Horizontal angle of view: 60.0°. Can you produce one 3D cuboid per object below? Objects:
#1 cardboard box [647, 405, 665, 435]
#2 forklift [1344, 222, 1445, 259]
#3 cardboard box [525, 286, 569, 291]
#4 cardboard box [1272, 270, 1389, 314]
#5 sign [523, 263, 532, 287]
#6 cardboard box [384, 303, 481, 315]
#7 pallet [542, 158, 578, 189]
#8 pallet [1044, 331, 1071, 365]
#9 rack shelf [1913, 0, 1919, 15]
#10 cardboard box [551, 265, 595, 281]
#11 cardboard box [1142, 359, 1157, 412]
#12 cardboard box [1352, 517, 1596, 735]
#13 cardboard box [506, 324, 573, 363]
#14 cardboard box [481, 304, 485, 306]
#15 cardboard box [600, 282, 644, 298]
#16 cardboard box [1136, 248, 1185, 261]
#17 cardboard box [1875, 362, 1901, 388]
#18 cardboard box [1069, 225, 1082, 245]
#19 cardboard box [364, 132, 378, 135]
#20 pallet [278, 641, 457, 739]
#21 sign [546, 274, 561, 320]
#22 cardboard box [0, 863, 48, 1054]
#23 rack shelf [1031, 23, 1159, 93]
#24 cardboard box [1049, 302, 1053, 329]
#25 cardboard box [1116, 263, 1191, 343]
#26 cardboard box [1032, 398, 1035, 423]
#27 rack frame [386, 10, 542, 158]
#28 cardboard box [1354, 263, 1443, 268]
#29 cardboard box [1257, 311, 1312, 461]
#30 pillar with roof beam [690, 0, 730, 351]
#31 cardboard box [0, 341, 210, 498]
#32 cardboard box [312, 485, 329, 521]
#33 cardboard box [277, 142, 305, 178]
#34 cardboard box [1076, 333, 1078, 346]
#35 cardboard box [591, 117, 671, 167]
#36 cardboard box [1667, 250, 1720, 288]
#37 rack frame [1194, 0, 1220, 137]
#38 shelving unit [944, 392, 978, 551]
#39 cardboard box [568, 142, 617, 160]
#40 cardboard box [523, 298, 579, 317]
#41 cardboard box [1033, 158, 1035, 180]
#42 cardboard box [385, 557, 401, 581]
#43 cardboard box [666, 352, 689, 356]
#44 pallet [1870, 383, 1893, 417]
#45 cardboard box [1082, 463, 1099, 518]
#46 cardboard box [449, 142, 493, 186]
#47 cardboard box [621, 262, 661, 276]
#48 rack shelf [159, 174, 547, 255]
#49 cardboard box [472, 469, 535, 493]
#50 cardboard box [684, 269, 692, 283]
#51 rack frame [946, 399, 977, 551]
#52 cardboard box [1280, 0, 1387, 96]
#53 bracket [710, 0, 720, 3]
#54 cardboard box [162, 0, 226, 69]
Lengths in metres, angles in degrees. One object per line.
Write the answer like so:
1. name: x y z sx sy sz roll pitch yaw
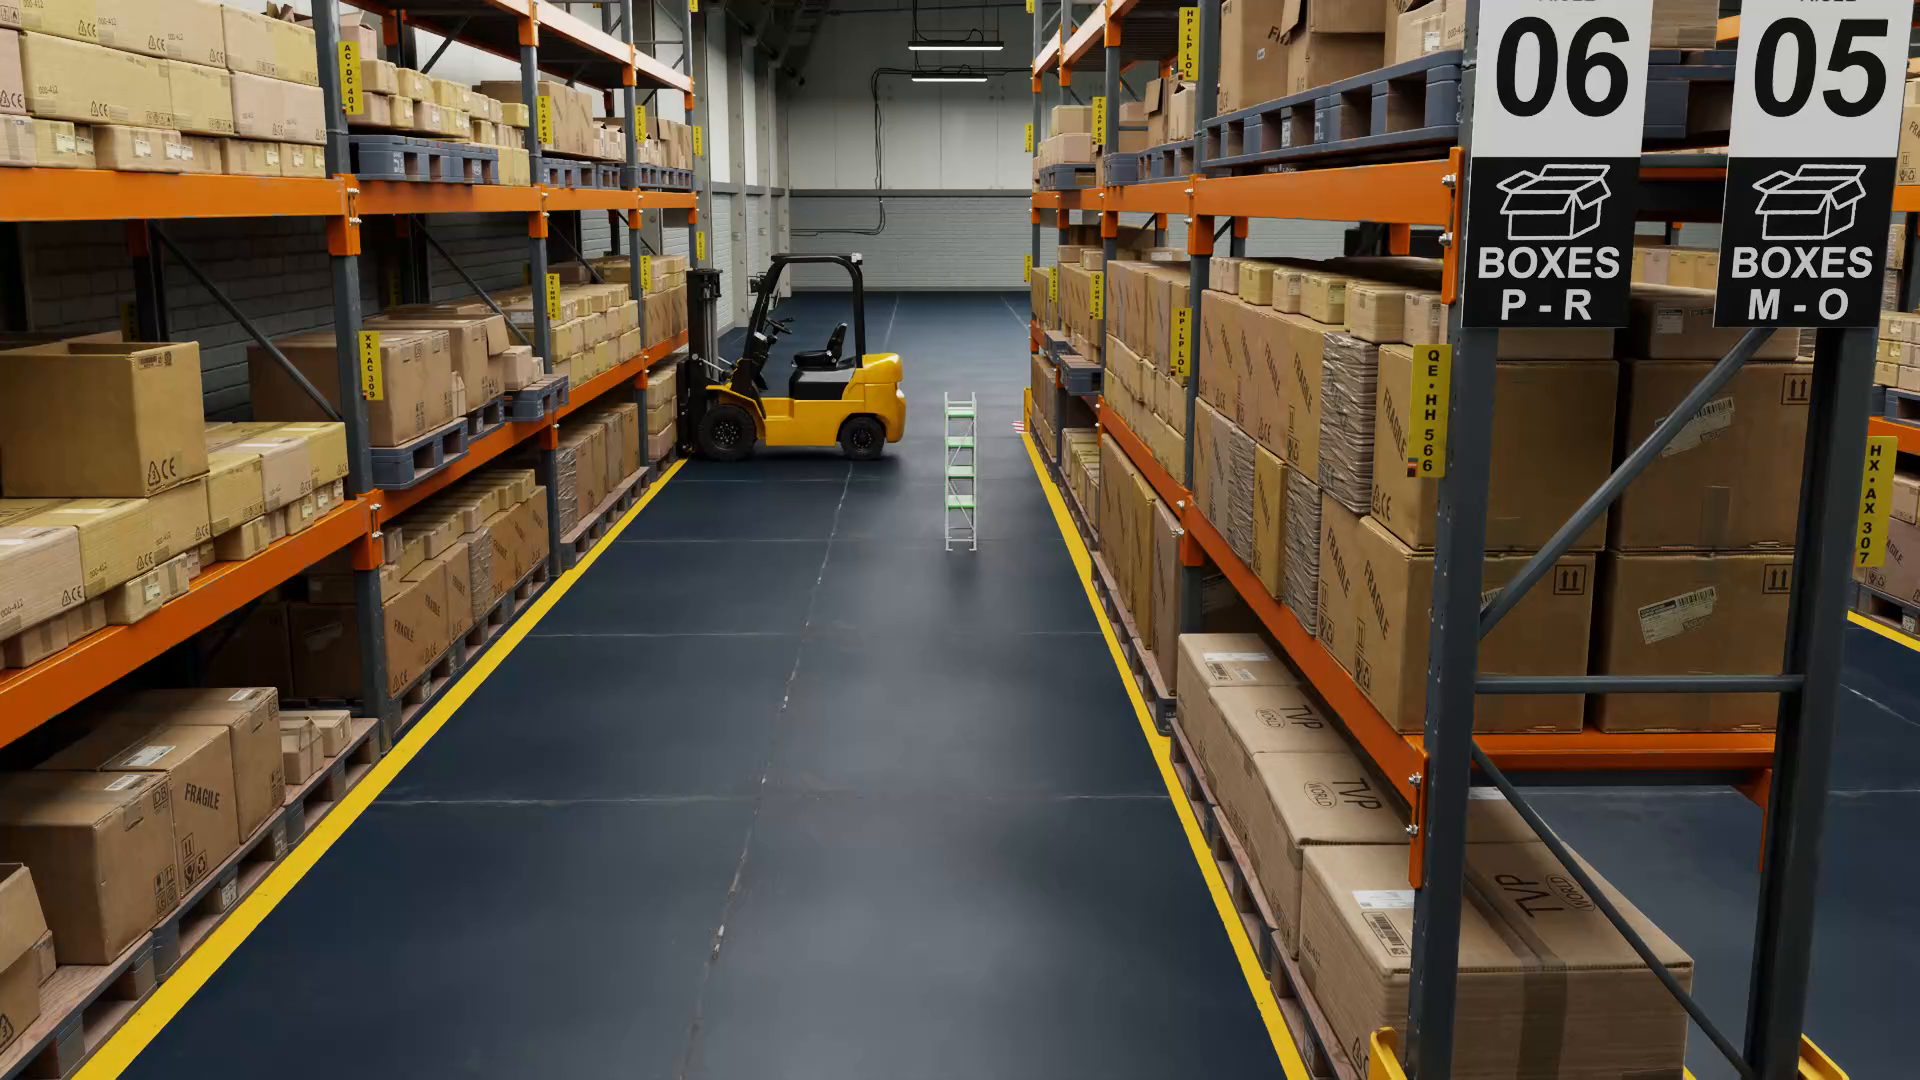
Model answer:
1. cardboard box: -3.223 -1.194 16.502 0.500 0.250 0.500 0 11 -1
2. forklift: 3.542 -1.400 13.086 1.130 2.935 3.031 3 12 13
3. cardboard box: -3.776 -2.236 15.153 0.380 0.149 0.250 -1 11 -3
4. cardboard box: 1.366 -0.914 6.125 0.380 0.149 0.250 0 11 -1
5. sign: -4.077 -2.454 15.733 0.100 0.325 0.005 0 11 -1
6. cardboard box: -3.585 -1.350 11.362 0.500 0.500 0.500 0 11 2
7. pallet: -3.542 -2.710 12.304 1.213 0.211 1.003 0 11 1
8. pallet: 1.311 -1.768 15.212 1.003 0.211 1.213 0 11 -1
9. rack shelf: 6.512 -3.254 9.779 1.077 0.370 4.000 0 11 -1
10. cardboard box: -3.794 -2.618 16.289 0.380 0.149 0.250 -1 11 -3
11. cardboard box: 1.319 -0.885 9.495 0.500 0.250 0.500 0 11 0
12. cardboard box: 1.414 0.227 4.644 0.500 0.500 0.500 0 11 -1
13. cardboard box: -3.179 -1.459 12.326 0.500 0.250 0.500 0 11 -1
14. cardboard box: -3.765 -1.680 12.415 0.380 0.149 0.250 0 11 0
15. cardboard box: -3.265 -2.425 16.083 0.380 0.149 0.250 0 11 -2
16. cardboard box: 1.733 -2.451 14.408 0.380 0.149 0.250 -1 11 -4
17. cardboard box: 6.296 -1.092 10.973 0.380 0.149 0.250 0 11 1
18. cardboard box: 1.590 -3.293 18.732 0.700 0.500 0.500 0 11 -1
19. cardboard box: -3.517 -2.372 9.485 0.380 0.149 0.250 0 11 -1
20. pallet: -3.411 0.802 9.075 1.003 0.211 1.213 0 11 -1
21. sign: -2.897 -1.731 11.834 0.100 0.325 0.005 0 11 -1
22. cardboard box: -3.192 1.288 4.890 0.797 0.503 0.637 -1 11 -3
23. rack shelf: 1.399 -4.998 17.379 1.077 0.370 4.000 0 11 -1
24. cardboard box: 1.165 -2.399 16.839 0.500 0.500 0.500 0 11 1
25. cardboard box: 1.309 -1.561 10.942 0.500 0.500 0.500 0 11 -1
26. cardboard box: 1.098 -1.506 19.299 0.500 0.250 0.500 0 11 -2
27. rack frame: -3.439 -4.138 11.324 1.000 3.000 0.127 0 11 -1
28. cardboard box: 1.846 -1.068 6.884 0.380 0.149 0.250 0 11 -2
29. cardboard box: 1.385 -0.565 6.033 0.500 0.500 0.500 0 11 -2
30. pillar with roof beam: -0.435 -7.990 30.308 9.100 9.000 0.548 0 11 -1
31. cardboard box: -3.045 -0.437 5.913 0.500 0.500 0.500 0 11 0
32. cardboard box: -3.070 -0.166 7.464 0.380 0.149 0.250 0 11 0
33. cardboard box: -3.052 -1.631 7.142 0.380 0.149 0.250 0 11 -1
34. cardboard box: 1.170 -1.674 13.841 0.380 0.149 0.250 -1 11 -3
35. cardboard box: -3.457 -4.156 17.391 0.797 0.503 0.637 0 11 1
36. cardboard box: 6.436 -2.192 14.054 0.700 0.500 0.500 0 11 -2
37. rack frame: 1.606 -3.364 7.509 1.000 3.000 0.127 0 11 -1
38. shelving unit: 0.003 -0.555 13.278 0.258 1.200 0.503 0 11 -1
39. cardboard box: -3.195 -3.378 14.444 0.380 0.149 0.250 0 11 -1
40. cardboard box: -3.242 -1.835 13.179 0.380 0.149 0.250 0 11 -1
41. cardboard box: 1.102 -4.251 19.053 0.500 0.250 0.500 0 11 -2
42. cardboard box: -3.181 0.171 8.770 0.380 0.149 0.250 -1 11 -3
43. cardboard box: -3.283 -2.046 19.447 0.500 0.250 0.500 0 11 1
44. pallet: 6.592 -1.025 11.547 1.213 0.211 1.003 0 11 -1
45. cardboard box: 1.498 -0.396 13.521 0.950 0.372 0.625 0 11 -2
46. cardboard box: -3.164 -2.294 10.157 0.500 0.250 0.500 0 11 -1
47. cardboard box: -3.277 -2.776 17.067 0.380 0.149 0.250 0 11 -2
48. rack shelf: -3.398 -1.918 9.734 1.077 0.370 4.000 0 11 -1
49. cardboard box: -3.176 -0.400 11.584 0.380 0.149 0.250 -1 11 -4
50. cardboard box: -3.282 -3.037 19.101 0.380 0.149 0.250 0 11 0
51. rack frame: 0.008 -0.507 13.039 0.240 1.200 0.015 0 11 -1
52. cardboard box: 1.666 -1.932 6.425 0.797 0.503 0.637 1 11 3
53. bracket: -4.376 -9.655 29.463 0.235 0.232 0.430 0 11 -1
54. cardboard box: -3.084 -1.889 6.155 0.500 0.250 0.500 0 11 0
